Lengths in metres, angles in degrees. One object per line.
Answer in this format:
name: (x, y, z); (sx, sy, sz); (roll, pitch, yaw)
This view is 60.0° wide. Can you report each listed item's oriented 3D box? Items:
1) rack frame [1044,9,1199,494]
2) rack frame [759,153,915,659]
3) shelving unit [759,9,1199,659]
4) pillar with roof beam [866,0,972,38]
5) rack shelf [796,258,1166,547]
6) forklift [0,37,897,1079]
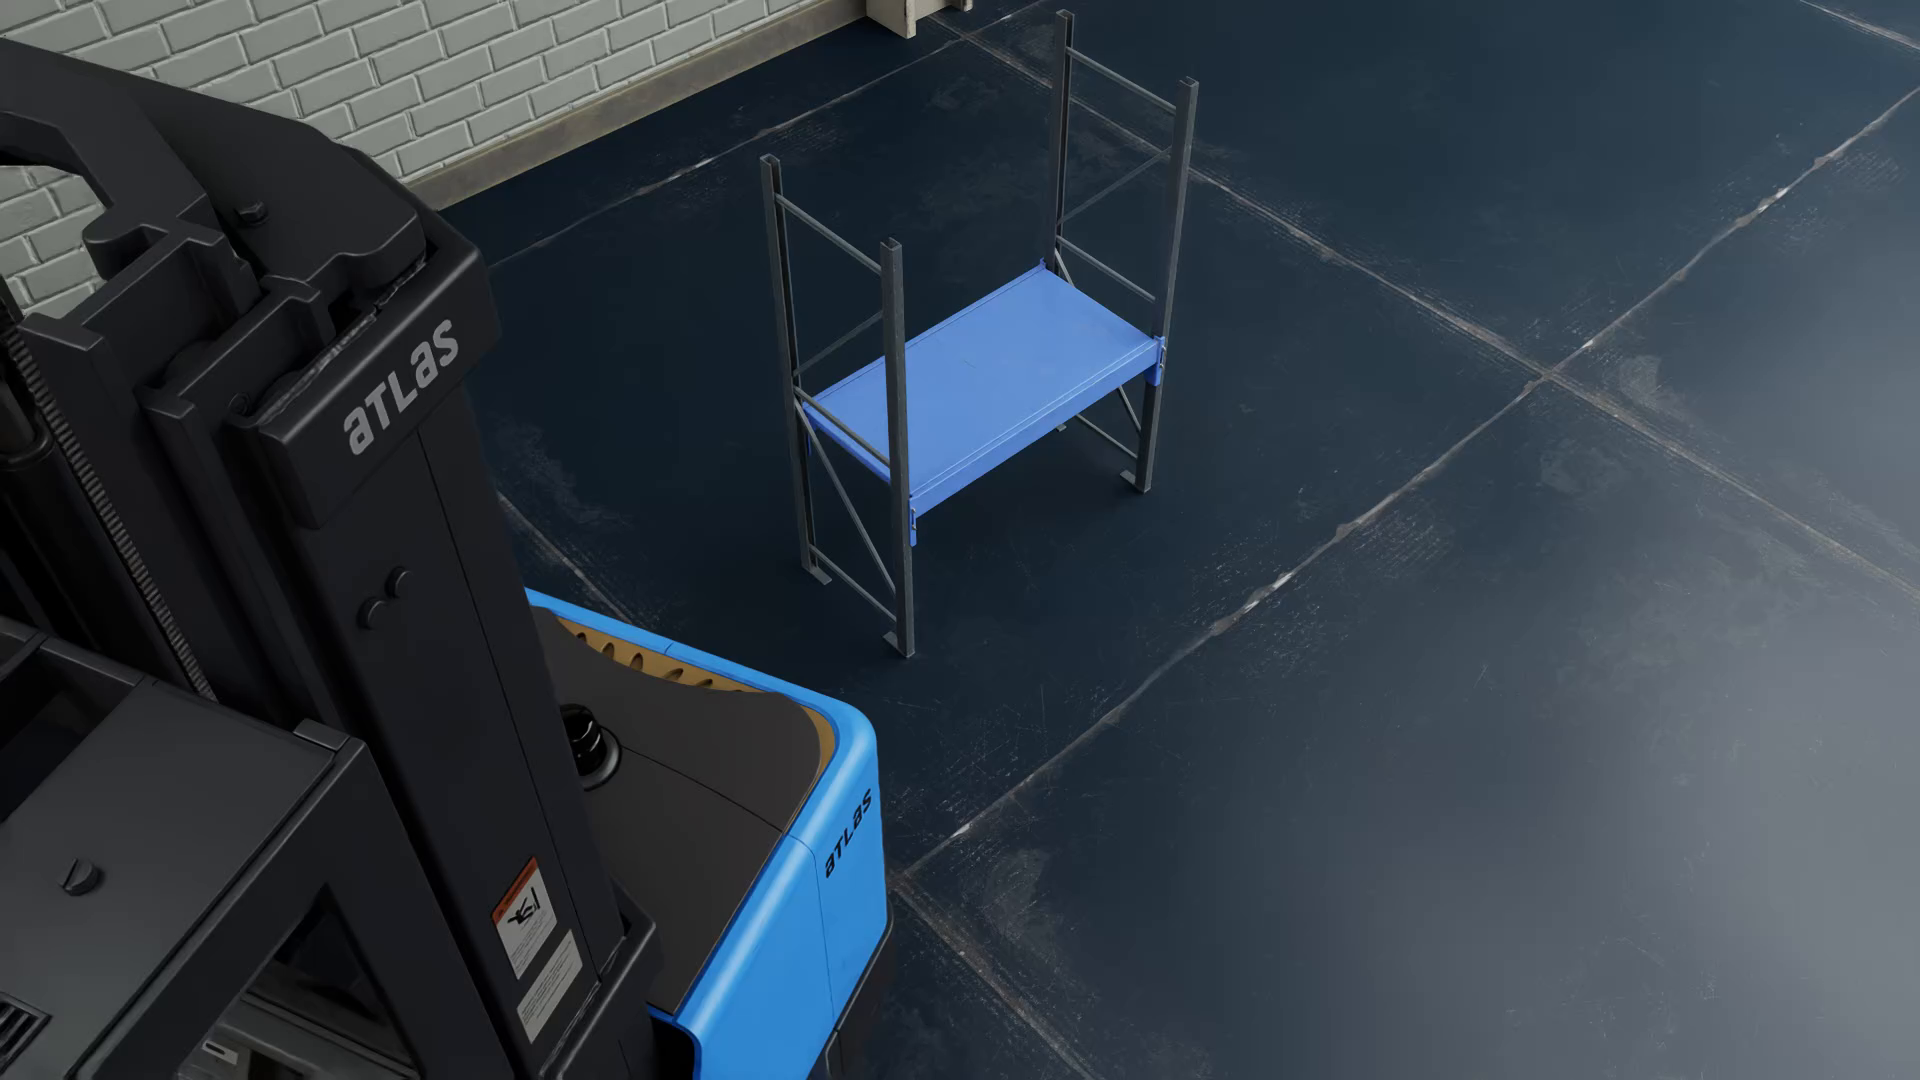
rack frame: (0.439, -0.802, 4.970); (0.032, 1.500, 0.500); (-34, 56, -27)
rack frame: (-0.313, -0.299, 4.506); (0.032, 1.500, 0.500); (-34, 56, -27)
shelving unit: (0.063, -0.551, 4.738); (1.048, 1.500, 0.538); (-34, 56, -27)
pillar with roof beam: (2.706, -3.083, 1.972); (0.400, 9.000, 9.100); (-34, 56, -27)
rack shelf: (0.063, -0.429, 4.870); (1.000, 0.185, 0.538); (-34, 56, -27)
forklift: (-1.217, 0.945, 2.384); (1.130, 2.935, 3.031); (18, 50, 16)
